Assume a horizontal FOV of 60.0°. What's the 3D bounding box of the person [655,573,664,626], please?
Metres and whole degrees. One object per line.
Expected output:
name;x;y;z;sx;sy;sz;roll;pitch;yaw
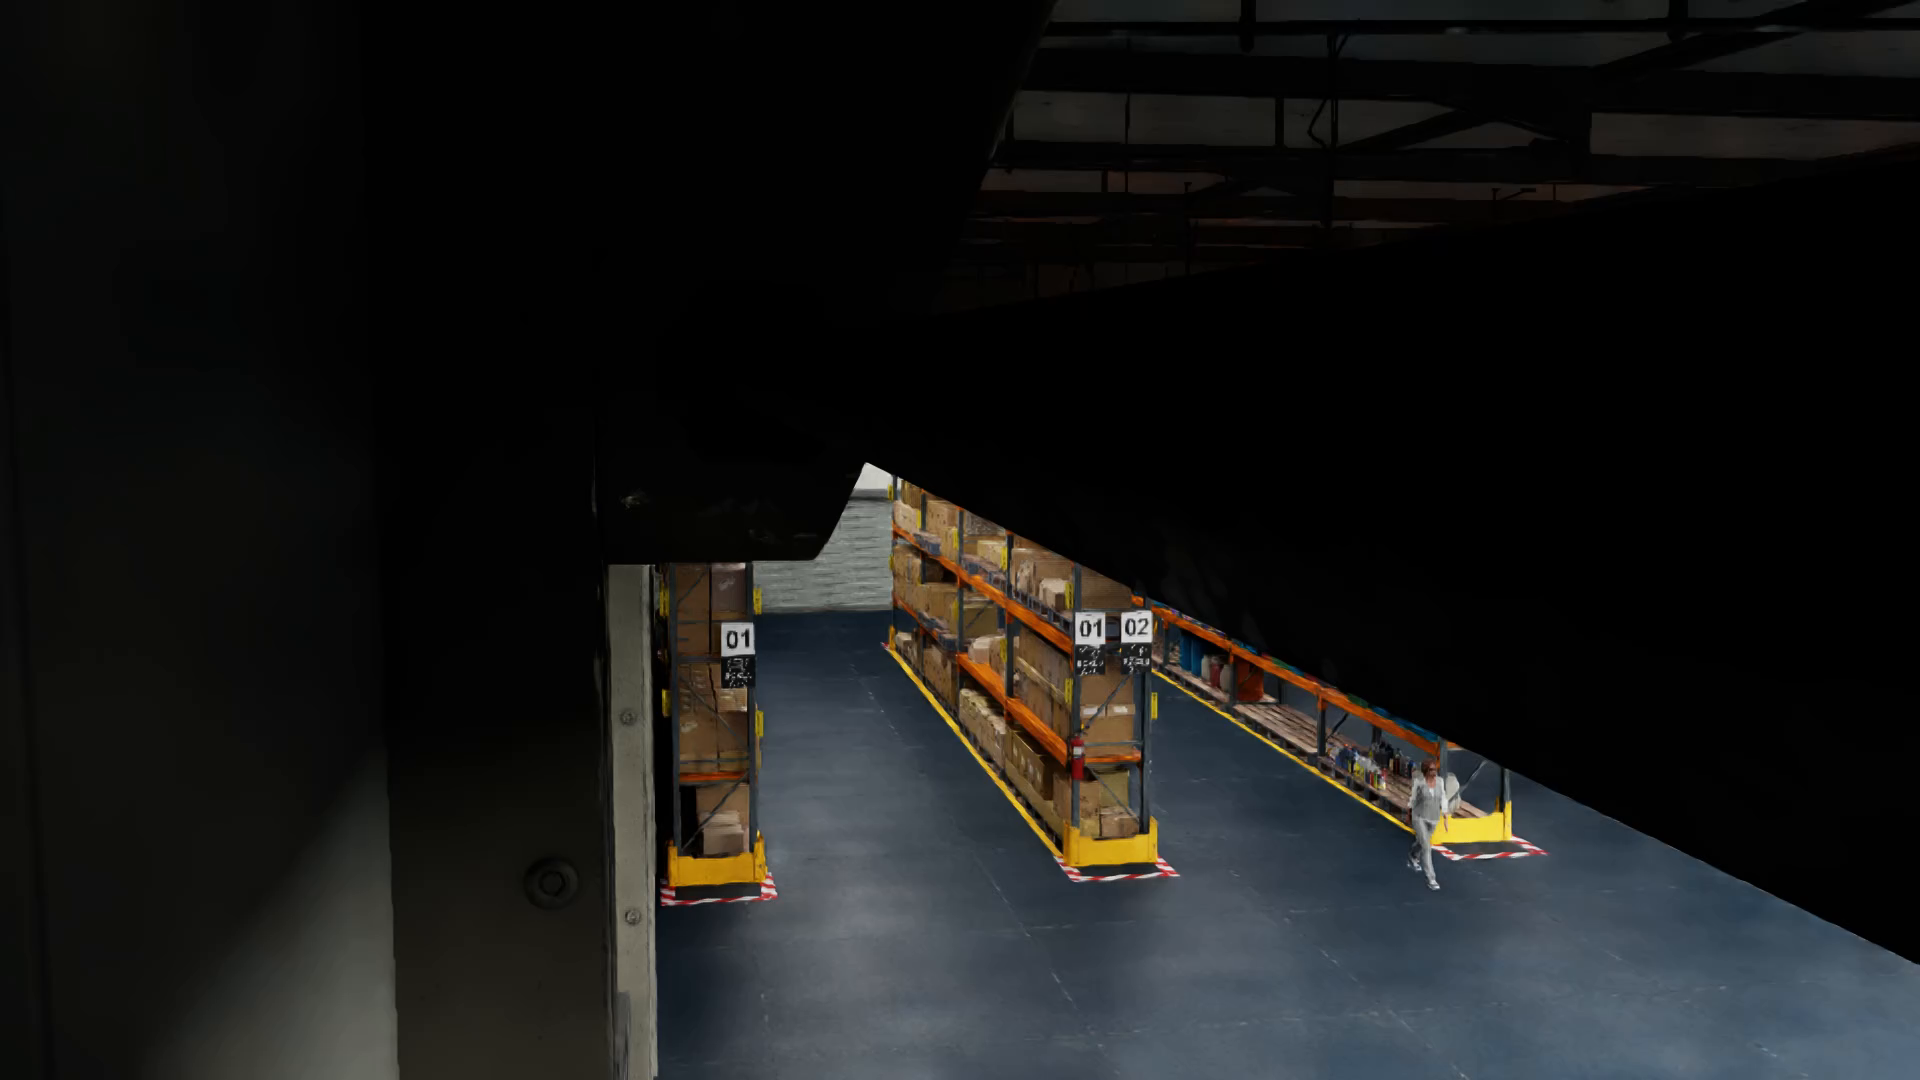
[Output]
person;-7.014;1.180;39.522;0.500;1.783;0.723;4;7;29

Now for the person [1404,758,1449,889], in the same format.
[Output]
person;5.668;3.380;20.167;0.420;1.540;0.948;-1;6;-12
